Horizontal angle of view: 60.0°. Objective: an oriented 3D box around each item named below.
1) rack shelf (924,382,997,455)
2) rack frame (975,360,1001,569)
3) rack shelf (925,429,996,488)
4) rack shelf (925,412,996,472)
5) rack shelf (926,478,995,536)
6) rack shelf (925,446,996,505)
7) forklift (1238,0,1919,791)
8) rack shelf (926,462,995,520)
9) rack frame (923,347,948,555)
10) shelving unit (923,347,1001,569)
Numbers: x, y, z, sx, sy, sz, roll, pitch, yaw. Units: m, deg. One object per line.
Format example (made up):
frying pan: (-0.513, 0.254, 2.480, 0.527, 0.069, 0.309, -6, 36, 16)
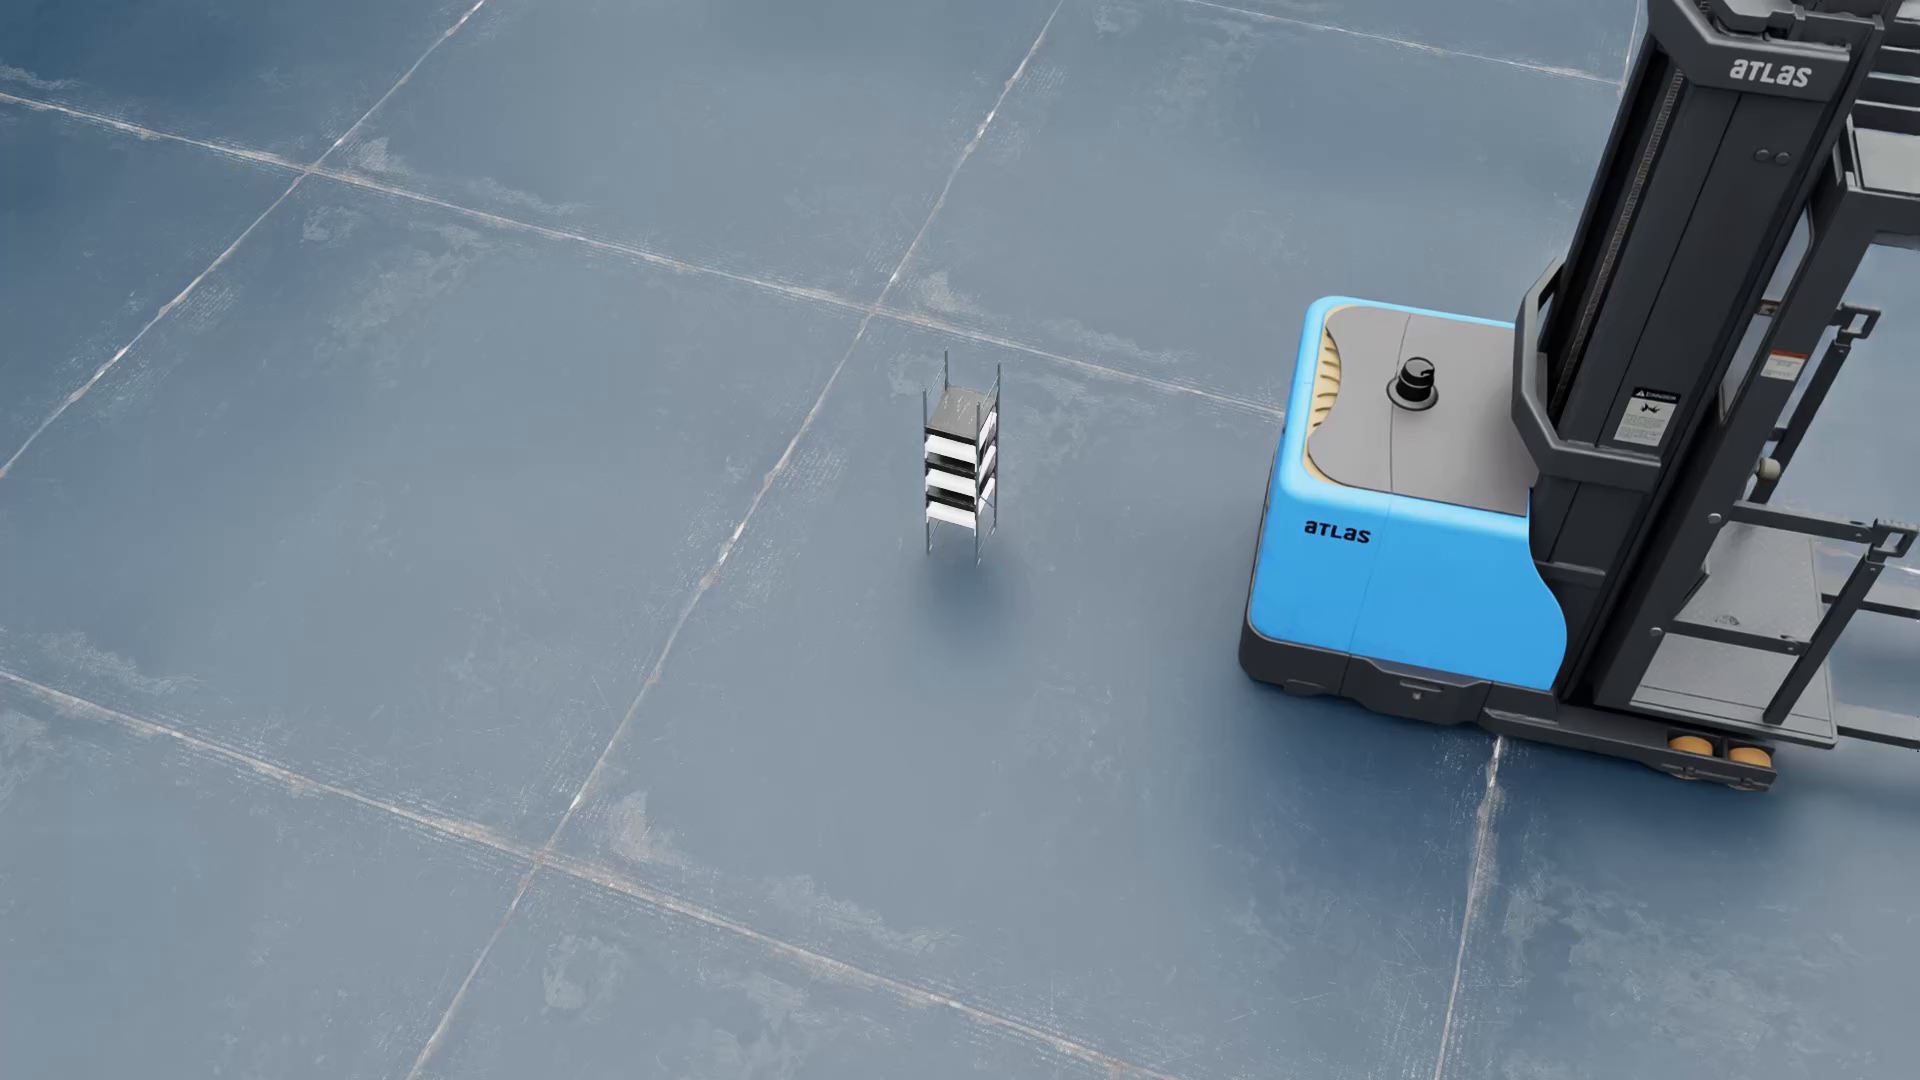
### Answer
rack shelf: (0.008, -0.448, 6.096, 0.200, 0.077, 0.258, 16, 51, 13)
rack frame: (0.103, -0.266, 6.252, 0.006, 0.900, 0.240, 16, 51, 13)
rack shelf: (0.008, -0.330, 6.232, 0.200, 0.077, 0.258, 16, 51, 13)
rack shelf: (0.008, -0.389, 6.164, 0.200, 0.077, 0.258, 16, 51, 13)
rack shelf: (0.008, -0.153, 6.436, 0.200, 0.077, 0.258, 16, 51, 13)
rack shelf: (0.008, -0.271, 6.300, 0.200, 0.077, 0.258, 16, 51, 13)
forklift: (2.601, -0.526, 5.133, 3.031, 2.935, 1.130, 11, 50, 9)
rack shelf: (0.008, -0.212, 6.368, 0.200, 0.077, 0.258, 16, 51, 13)
rack frame: (-0.088, -0.319, 6.298, 0.006, 0.900, 0.240, 16, 51, 13)
shelving unit: (0.008, -0.293, 6.275, 0.210, 0.900, 0.258, 16, 51, 13)
